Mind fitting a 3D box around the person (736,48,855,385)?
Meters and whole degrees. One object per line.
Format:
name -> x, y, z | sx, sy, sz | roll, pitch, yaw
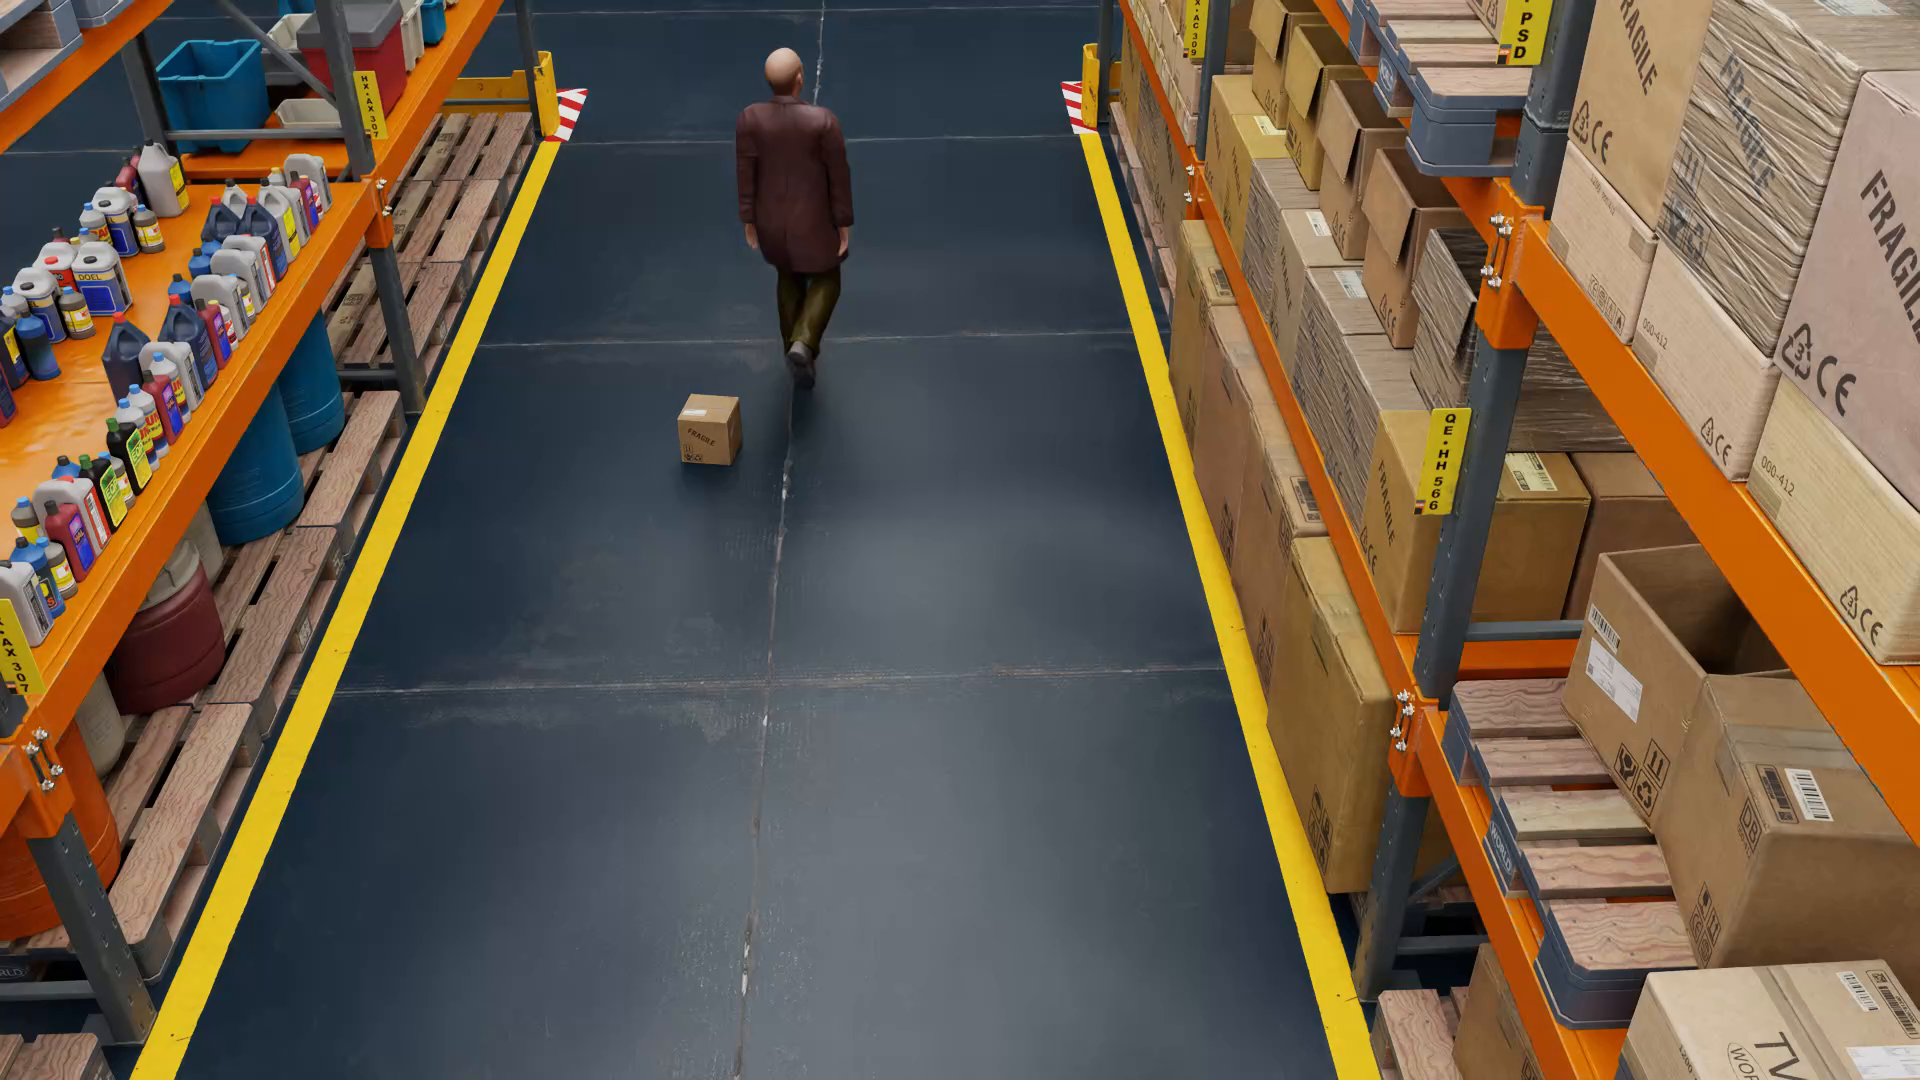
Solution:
person -> -0.840, -1.618, 8.457 | 0.605, 1.754, 0.780 | 7, 35, 9
